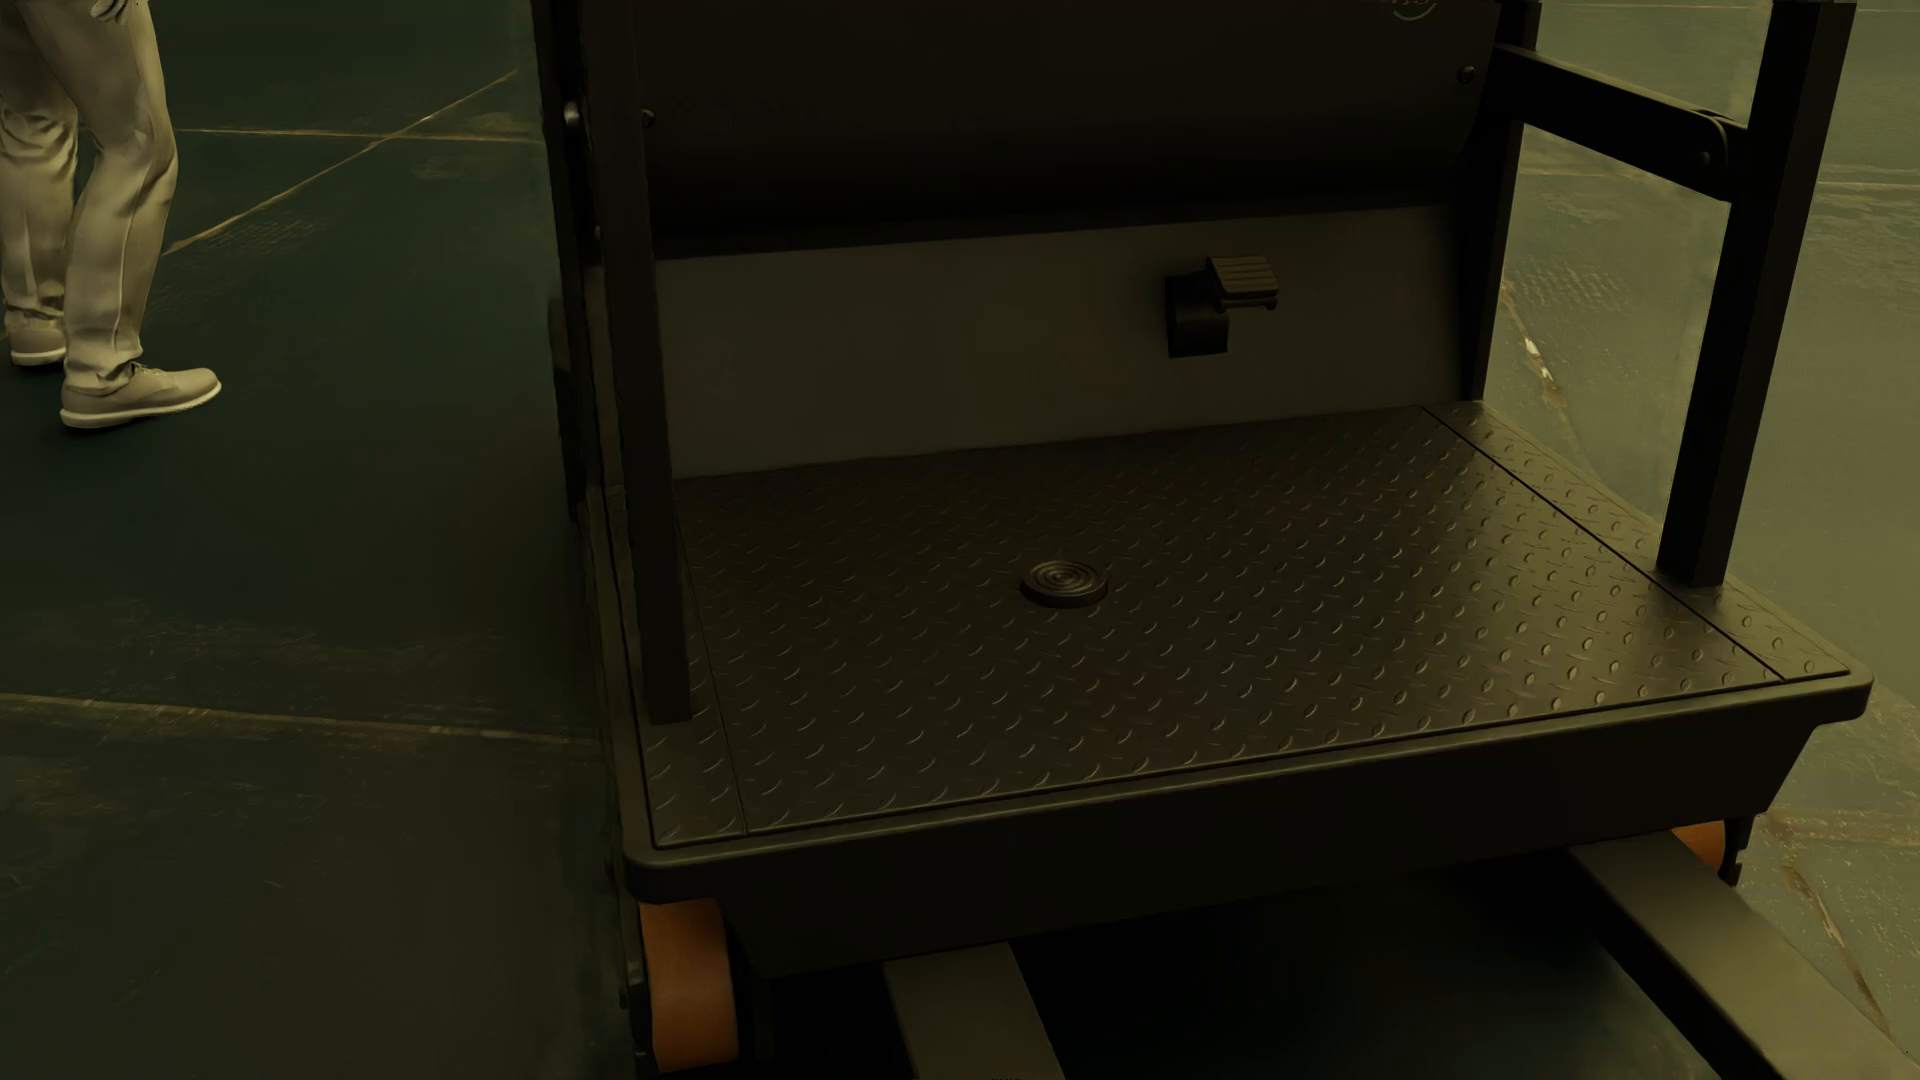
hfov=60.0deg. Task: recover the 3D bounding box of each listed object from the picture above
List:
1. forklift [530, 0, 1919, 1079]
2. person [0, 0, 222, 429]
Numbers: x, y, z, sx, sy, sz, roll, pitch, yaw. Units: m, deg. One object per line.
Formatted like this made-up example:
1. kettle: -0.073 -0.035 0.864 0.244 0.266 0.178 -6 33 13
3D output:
1. forklift: 0.167 -1.016 1.253 1.130 2.935 3.031 -6 27 -13
2. person: -1.543 -1.009 2.711 0.791 1.638 0.396 14 30 26
